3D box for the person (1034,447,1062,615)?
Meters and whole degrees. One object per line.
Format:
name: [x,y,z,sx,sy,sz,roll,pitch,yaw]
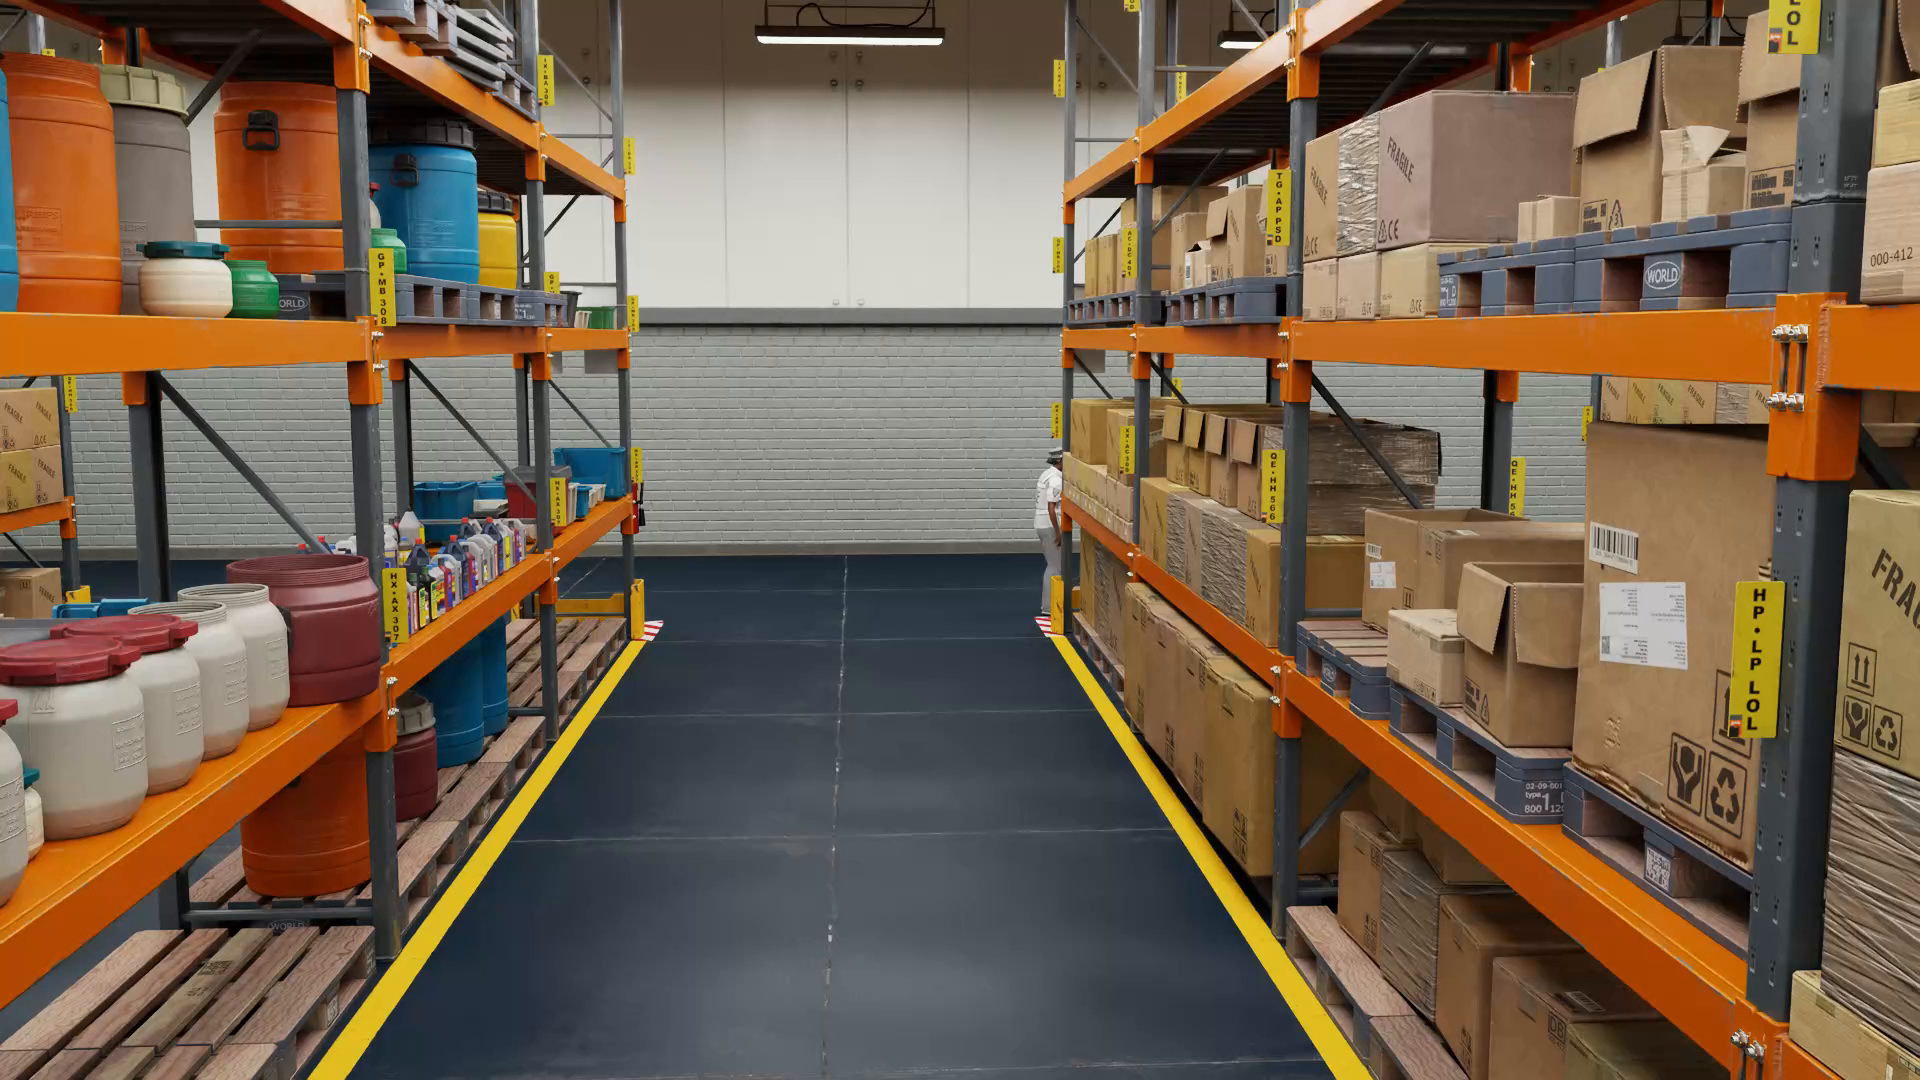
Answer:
person: [0.936,-0.098,16.541,0.391,1.663,0.530,0,7,1]
